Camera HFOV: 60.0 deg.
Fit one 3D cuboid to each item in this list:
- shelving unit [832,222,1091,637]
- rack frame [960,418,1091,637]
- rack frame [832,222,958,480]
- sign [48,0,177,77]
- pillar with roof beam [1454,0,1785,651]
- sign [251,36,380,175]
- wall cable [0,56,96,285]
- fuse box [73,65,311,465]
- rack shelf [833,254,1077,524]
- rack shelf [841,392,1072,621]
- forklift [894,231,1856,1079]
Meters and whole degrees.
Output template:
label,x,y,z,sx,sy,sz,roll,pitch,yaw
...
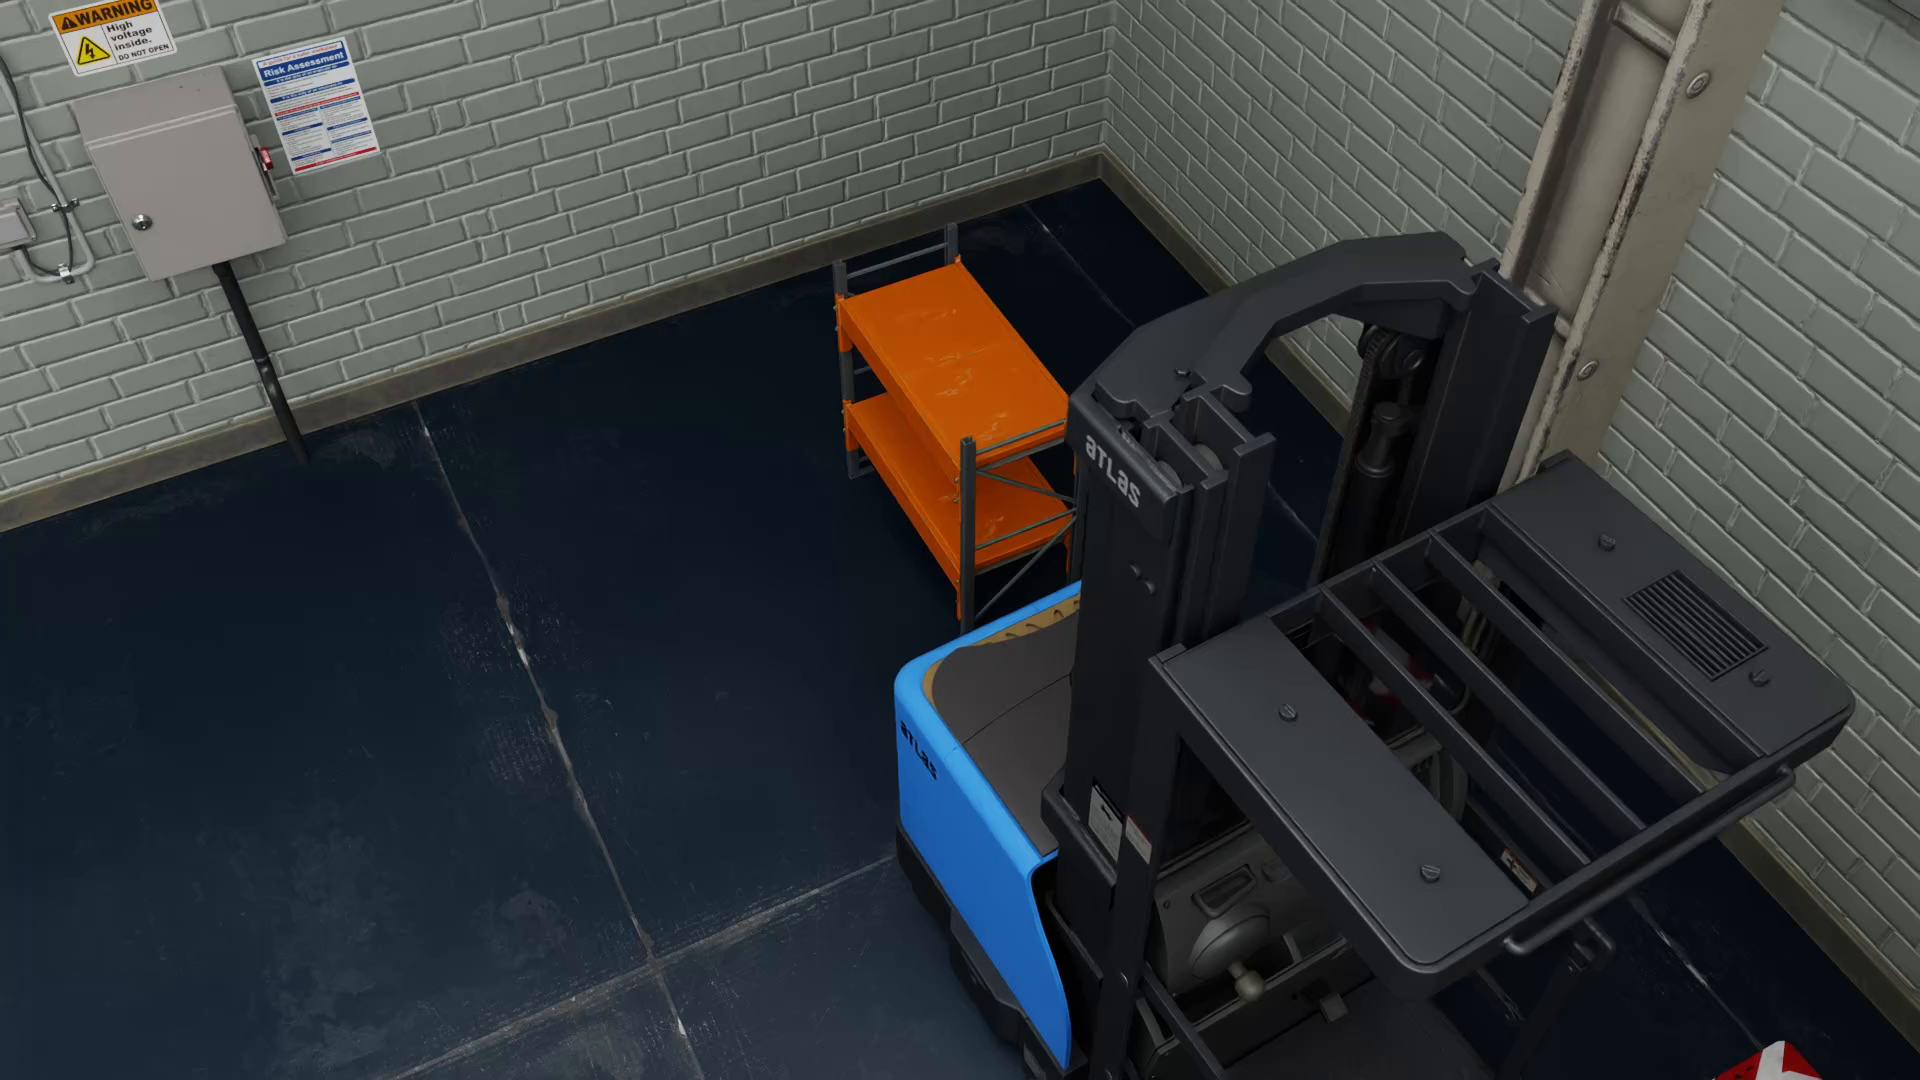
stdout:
label,x,y,z,sx,sy,sz,roll,pitch,yaw
shelving unit,-0.003,-0.375,6.223,0.538,1.125,1.048,-21,52,-18
rack frame,0.230,-0.035,5.926,0.500,1.125,0.032,-21,52,-18
rack frame,-0.236,-0.715,6.521,0.500,1.125,0.032,-21,52,-18
sign,-2.844,-1.702,5.590,0.339,0.242,0.001,-21,52,-18
pillar with roof beam,-1.882,-1.238,1.747,9.100,9.000,0.400,-21,52,-18
sign,-2.355,-1.588,6.102,0.329,0.494,0.001,-21,52,-18
wall cable,-3.378,-1.516,5.300,0.588,1.984,0.122,-21,52,-18
fuse box,-2.700,-0.887,6.281,0.539,1.711,0.414,-21,52,-18
rack shelf,-0.003,-0.568,6.003,0.538,0.278,1.000,-21,52,-18
rack shelf,-0.003,-0.214,6.407,0.538,0.278,1.000,-21,52,-18
forklift,0.976,0.889,3.918,1.130,2.935,3.031,-24,53,-20
